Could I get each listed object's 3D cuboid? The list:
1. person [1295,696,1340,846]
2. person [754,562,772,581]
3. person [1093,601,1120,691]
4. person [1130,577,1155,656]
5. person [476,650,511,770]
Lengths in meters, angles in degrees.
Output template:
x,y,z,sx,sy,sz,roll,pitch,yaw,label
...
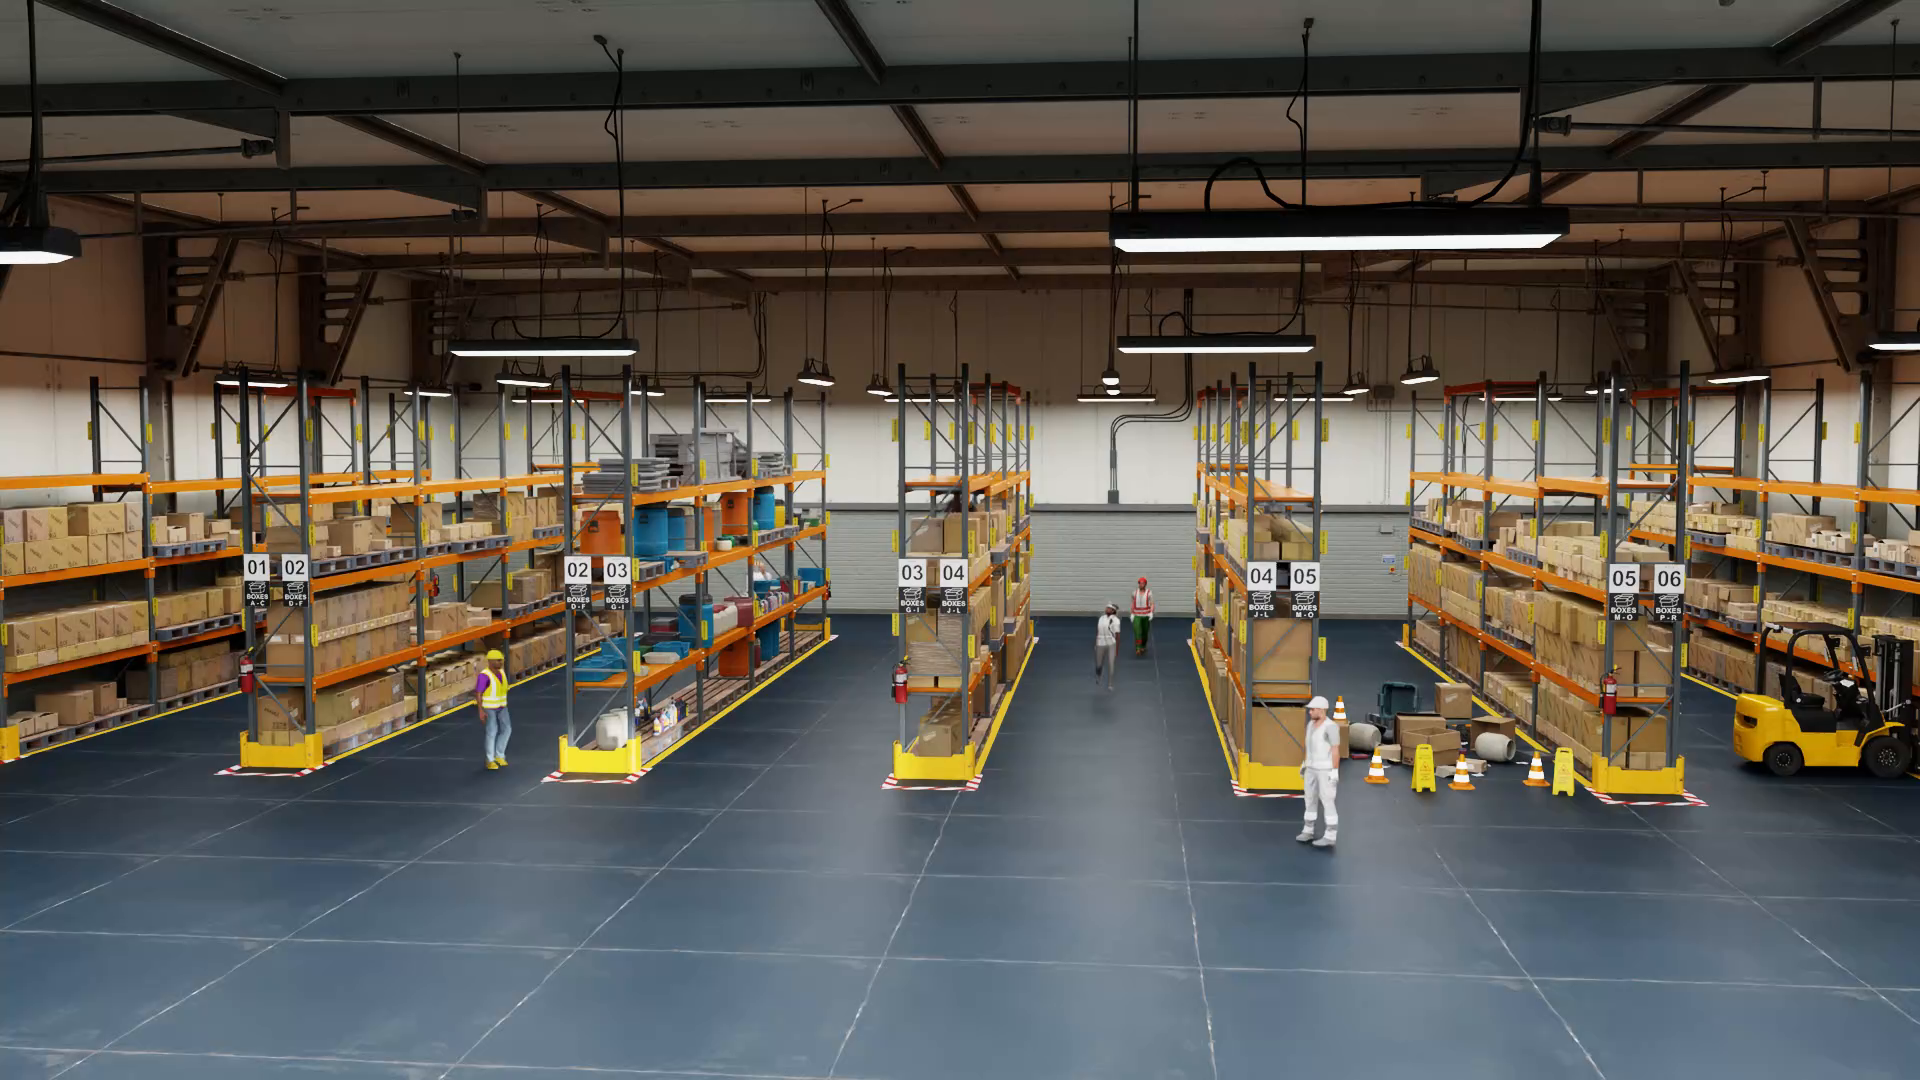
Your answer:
x,y,z,sx,sy,sz,roll,pitch,yaw,label
4.344,2.798,20.253,0.430,1.792,0.613,-2,4,-30,person
-4.931,1.453,41.504,0.560,1.794,0.595,1,4,21,person
2.731,1.951,30.971,0.493,1.660,0.665,0,4,2,person
4.109,1.708,37.384,0.548,1.729,1.060,0,4,3,person
-6.984,2.556,24.936,0.403,1.829,0.651,2,4,27,person
